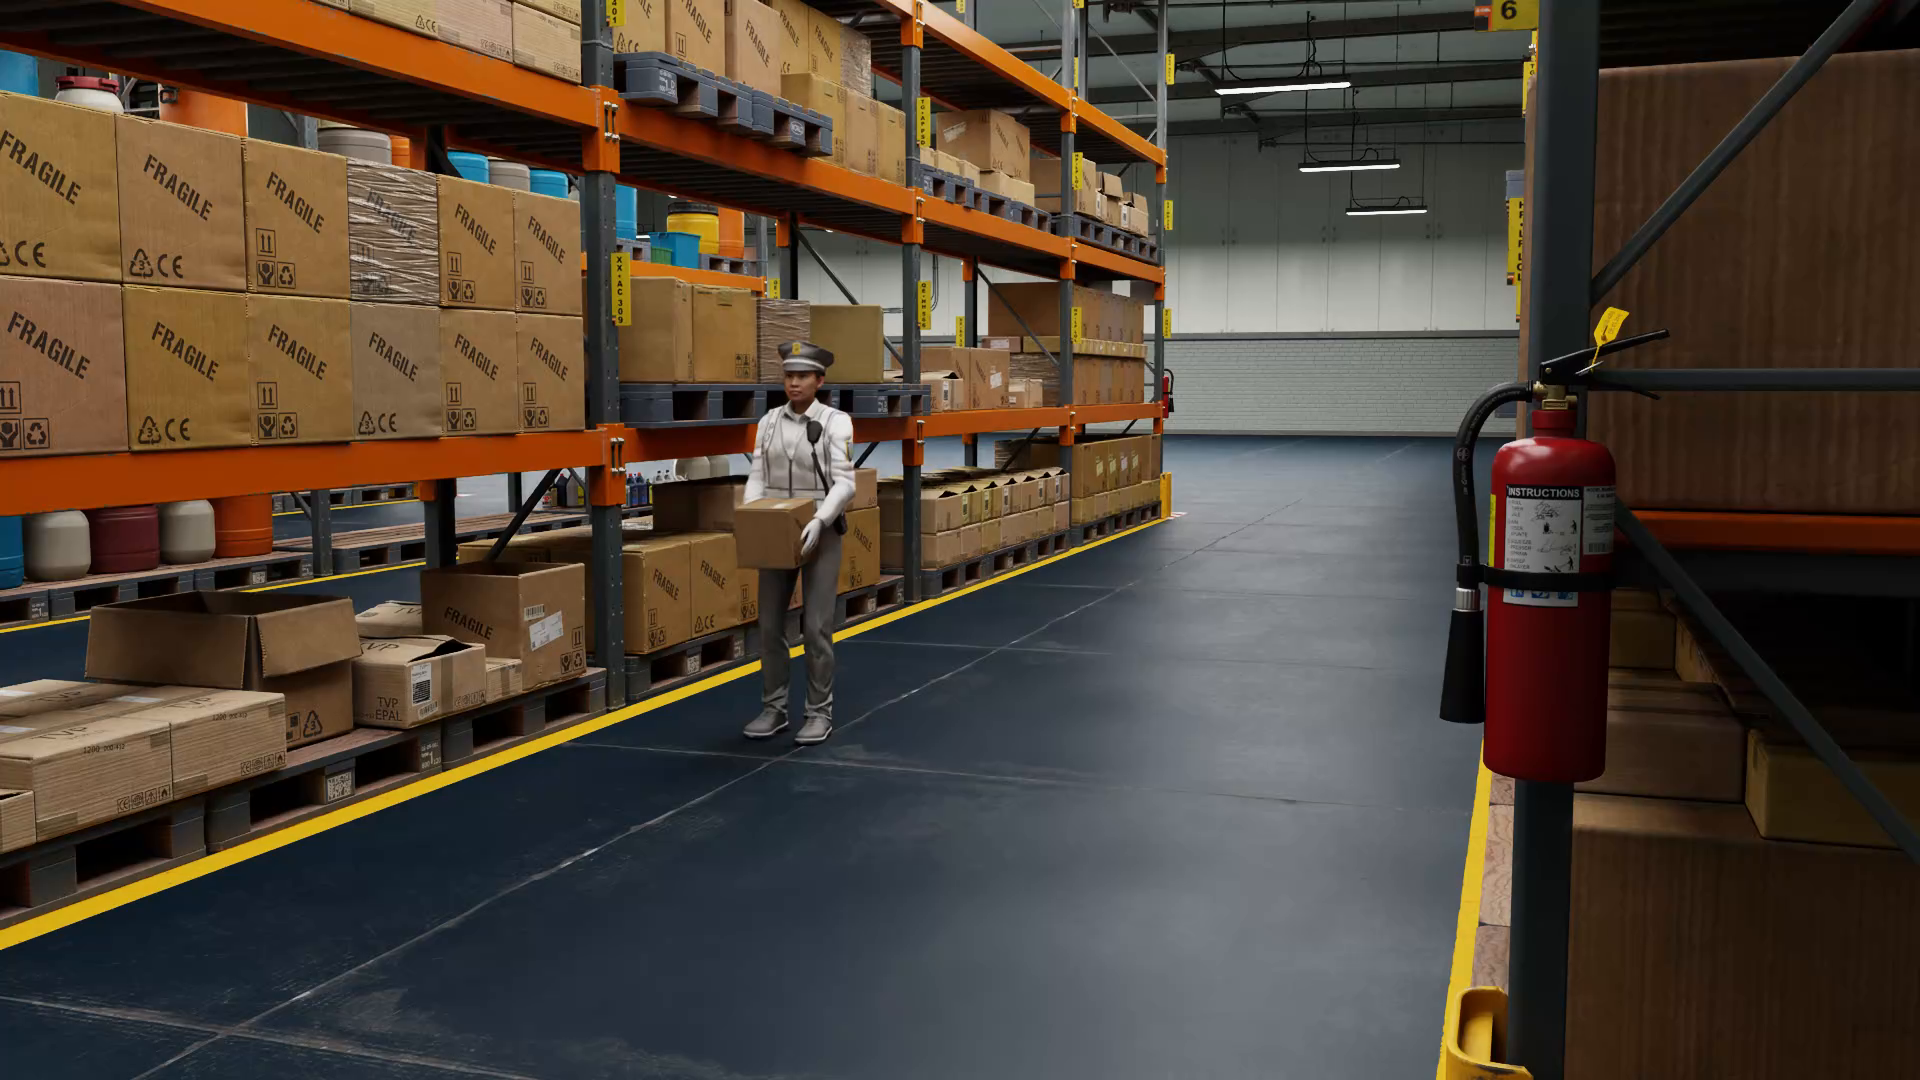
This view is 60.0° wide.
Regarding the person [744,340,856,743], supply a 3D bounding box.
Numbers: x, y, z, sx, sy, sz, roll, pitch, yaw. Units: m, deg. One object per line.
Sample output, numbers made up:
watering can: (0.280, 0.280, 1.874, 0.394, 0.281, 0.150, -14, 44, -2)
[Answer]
person: (-0.695, 0.003, 7.050, 0.494, 1.690, 0.461, 2, 6, 18)
